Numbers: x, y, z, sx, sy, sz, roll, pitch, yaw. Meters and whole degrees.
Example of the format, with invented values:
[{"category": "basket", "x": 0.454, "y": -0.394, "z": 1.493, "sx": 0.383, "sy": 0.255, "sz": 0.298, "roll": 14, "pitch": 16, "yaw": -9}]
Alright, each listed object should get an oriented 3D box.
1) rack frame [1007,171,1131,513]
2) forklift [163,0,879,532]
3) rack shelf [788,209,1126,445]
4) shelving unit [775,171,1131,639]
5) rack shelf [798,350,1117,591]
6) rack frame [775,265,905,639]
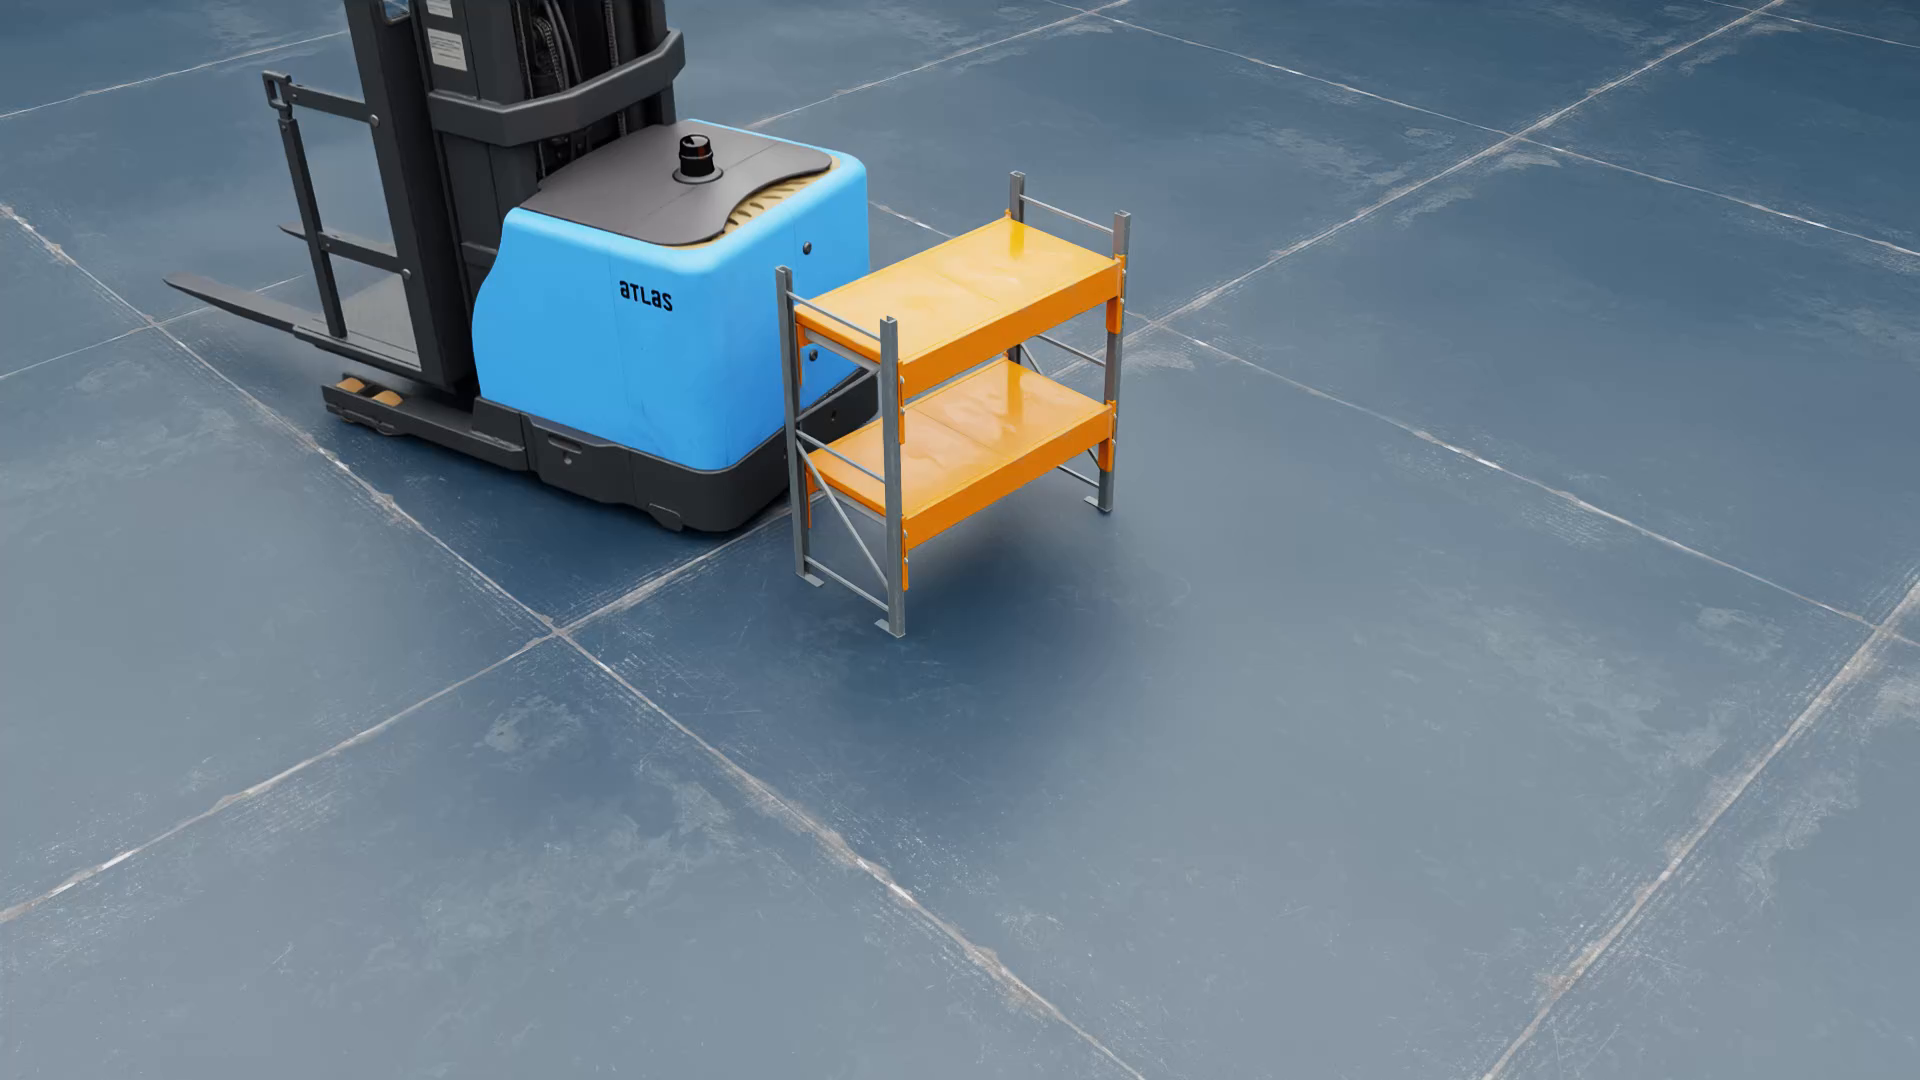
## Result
[{"category": "rack frame", "x": 0.353, "y": -0.665, "z": 5.720, "sx": 0.500, "sy": 1.125, "sz": 0.032, "roll": 30, "pitch": 45, "yaw": 35}, {"category": "forklift", "x": -1.845, "y": -1.840, "z": 5.826, "sx": 3.031, "sy": 2.935, "sz": 1.130, "roll": 18, "pitch": 39, "yaw": 24}, {"category": "rack shelf", "x": -0.005, "y": -0.699, "z": 5.257, "sx": 0.538, "sy": 0.278, "sz": 1.000, "roll": 30, "pitch": 45, "yaw": 35}, {"category": "shelving unit", "x": -0.005, "y": -0.459, "z": 5.424, "sx": 0.538, "sy": 1.125, "sz": 1.048, "roll": 30, "pitch": 45, "yaw": 35}, {"category": "rack shelf", "x": -0.005, "y": -0.258, "z": 5.564, "sx": 0.538, "sy": 0.278, "sz": 1.000, "roll": 30, "pitch": 45, "yaw": 35}, {"category": "rack frame", "x": -0.363, "y": -0.252, "z": 5.128, "sx": 0.500, "sy": 1.125, "sz": 0.032, "roll": 30, "pitch": 45, "yaw": 35}]
